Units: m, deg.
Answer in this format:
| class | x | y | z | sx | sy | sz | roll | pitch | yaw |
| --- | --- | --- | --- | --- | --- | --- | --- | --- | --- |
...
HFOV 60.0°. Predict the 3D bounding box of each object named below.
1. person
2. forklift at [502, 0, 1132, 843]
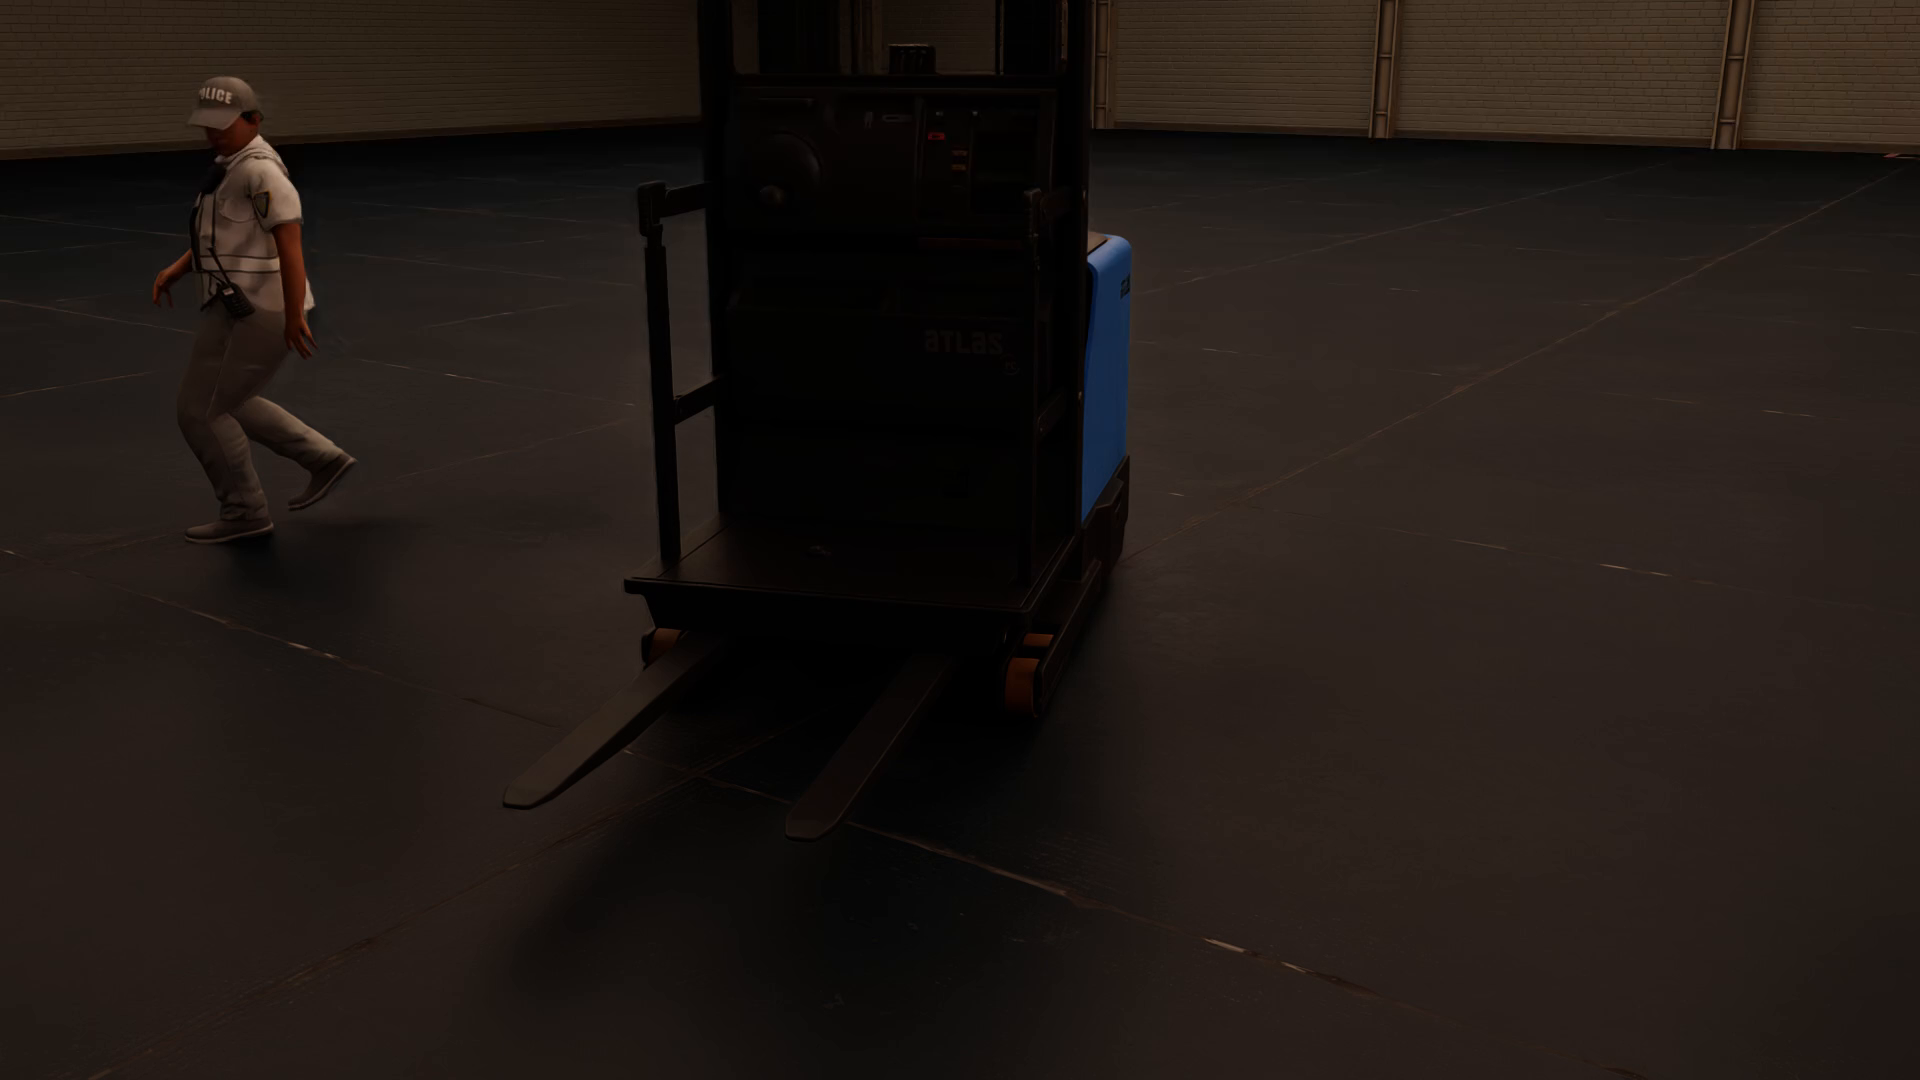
| class | x | y | z | sx | sy | sz | roll | pitch | yaw |
| --- | --- | --- | --- | --- | --- | --- | --- | --- | --- |
| person | -2.497 | -0.786 | 5.808 | 0.595 | 1.605 | 0.630 | -4 | 17 | -13 |
| forklift | -0.246 | -1.052 | 4.352 | 1.130 | 2.935 | 3.031 | 4 | 17 | 13 |
